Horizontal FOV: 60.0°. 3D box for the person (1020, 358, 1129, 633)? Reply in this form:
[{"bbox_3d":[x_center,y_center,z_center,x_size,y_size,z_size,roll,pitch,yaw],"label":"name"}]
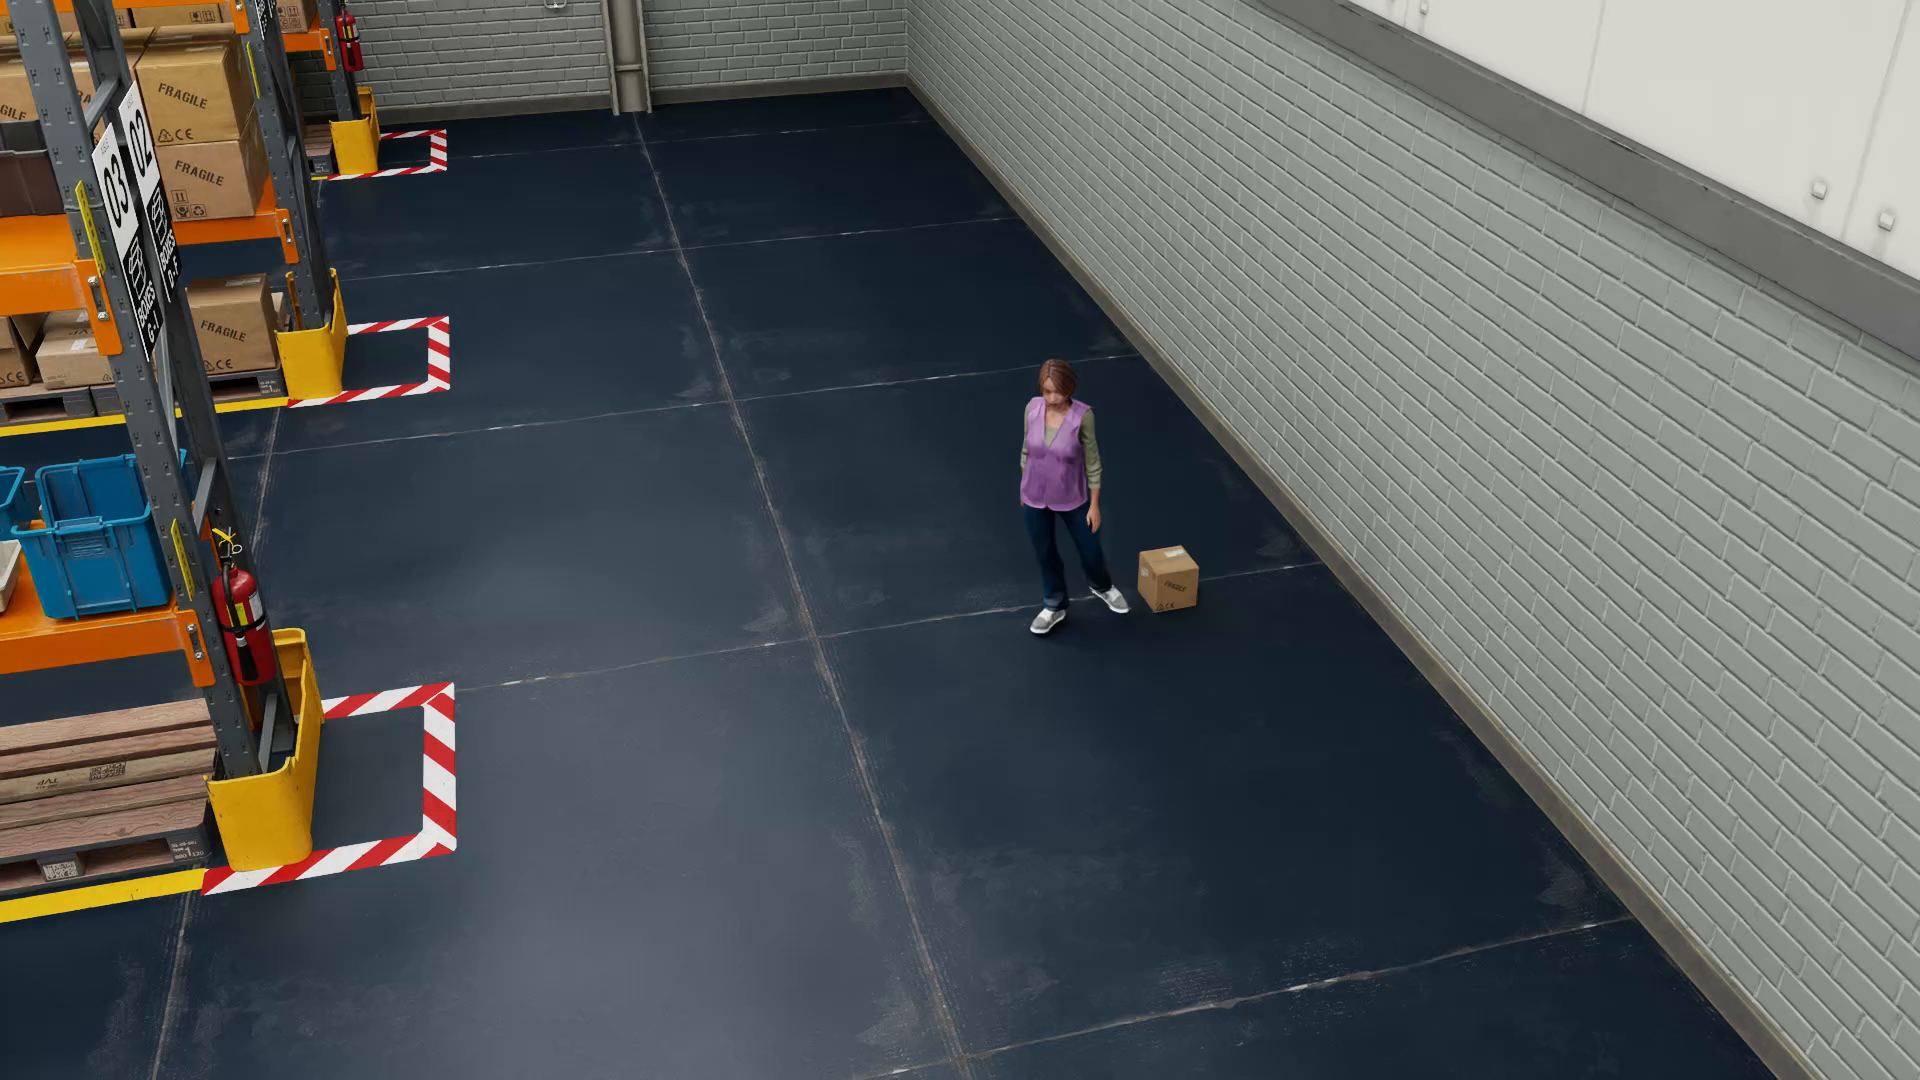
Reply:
[{"bbox_3d":[0.597,-0.229,8.608,0.592,1.585,0.477,10,32,16],"label":"person"}]
